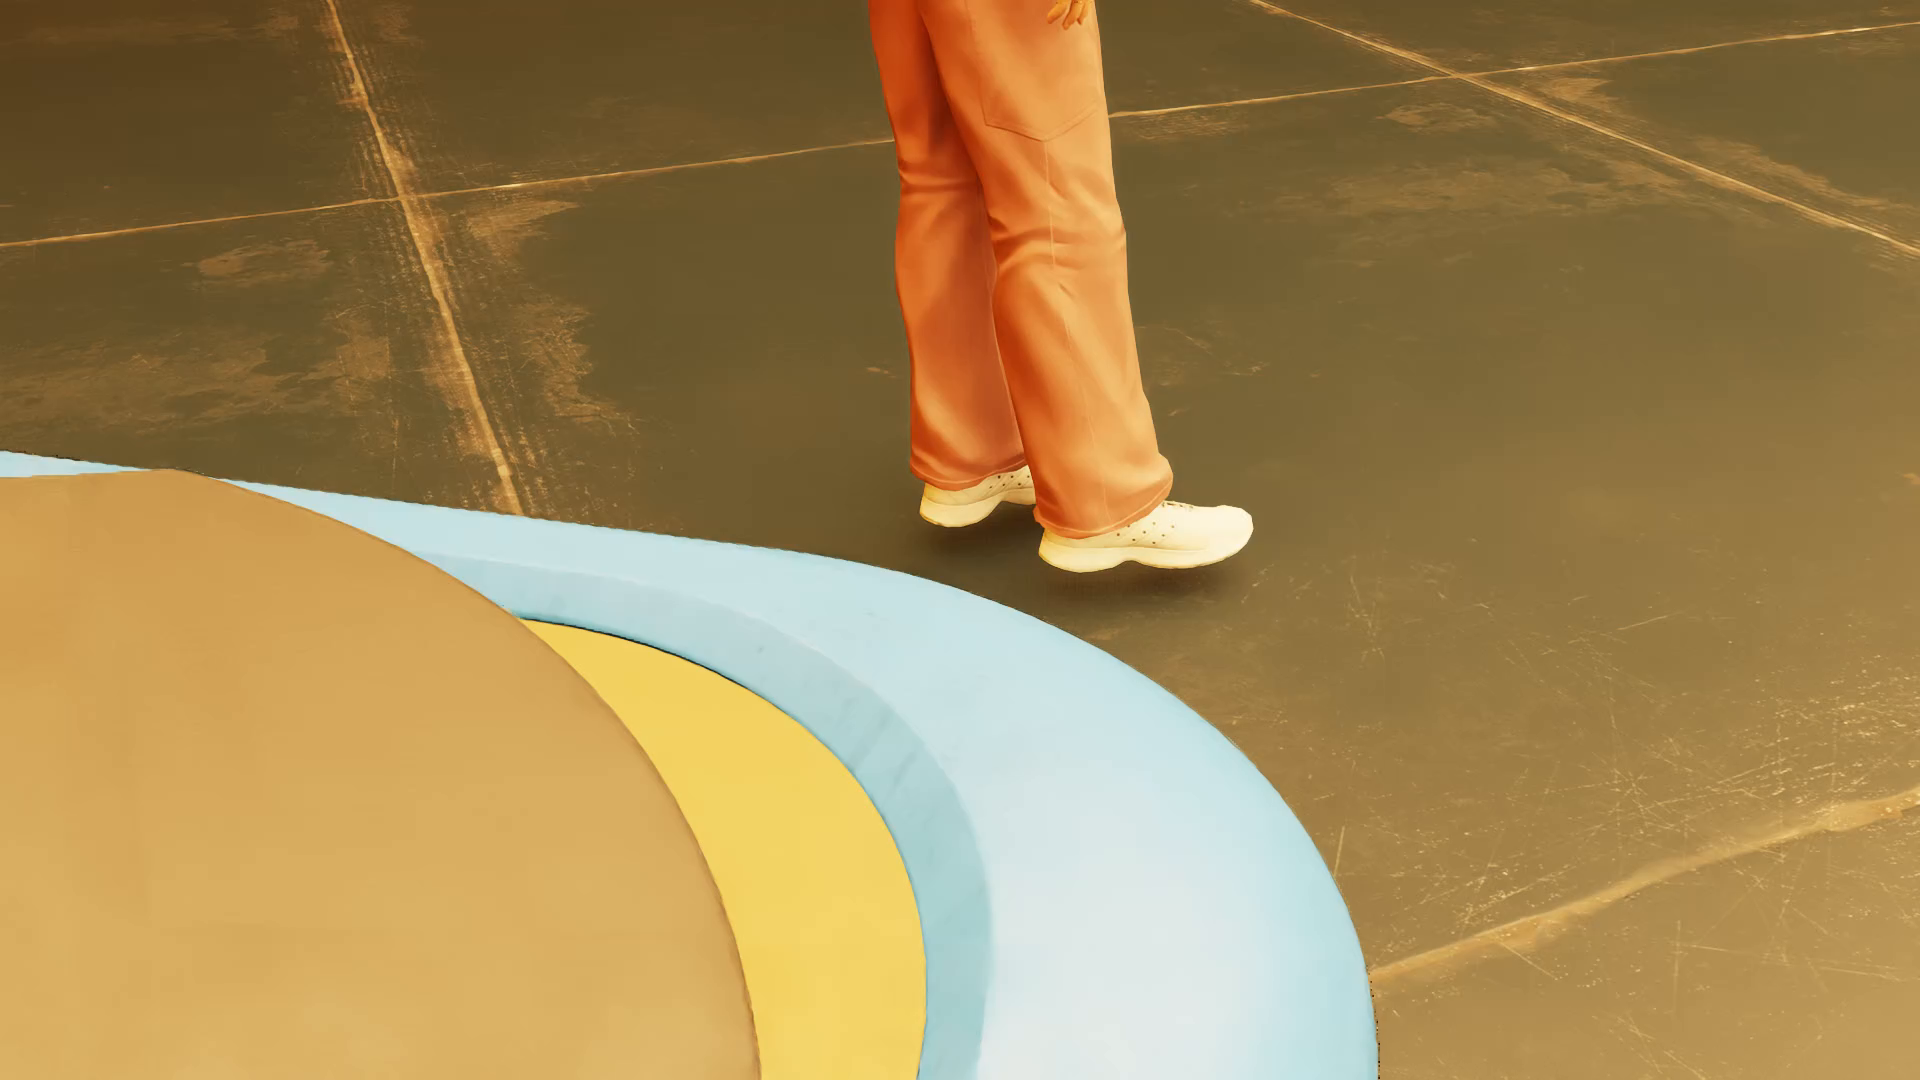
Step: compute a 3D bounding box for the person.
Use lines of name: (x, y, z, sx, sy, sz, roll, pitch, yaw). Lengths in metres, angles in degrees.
person: (0.073, -0.778, 2.077, 0.547, 1.673, 0.553, -11, 32, -19)
